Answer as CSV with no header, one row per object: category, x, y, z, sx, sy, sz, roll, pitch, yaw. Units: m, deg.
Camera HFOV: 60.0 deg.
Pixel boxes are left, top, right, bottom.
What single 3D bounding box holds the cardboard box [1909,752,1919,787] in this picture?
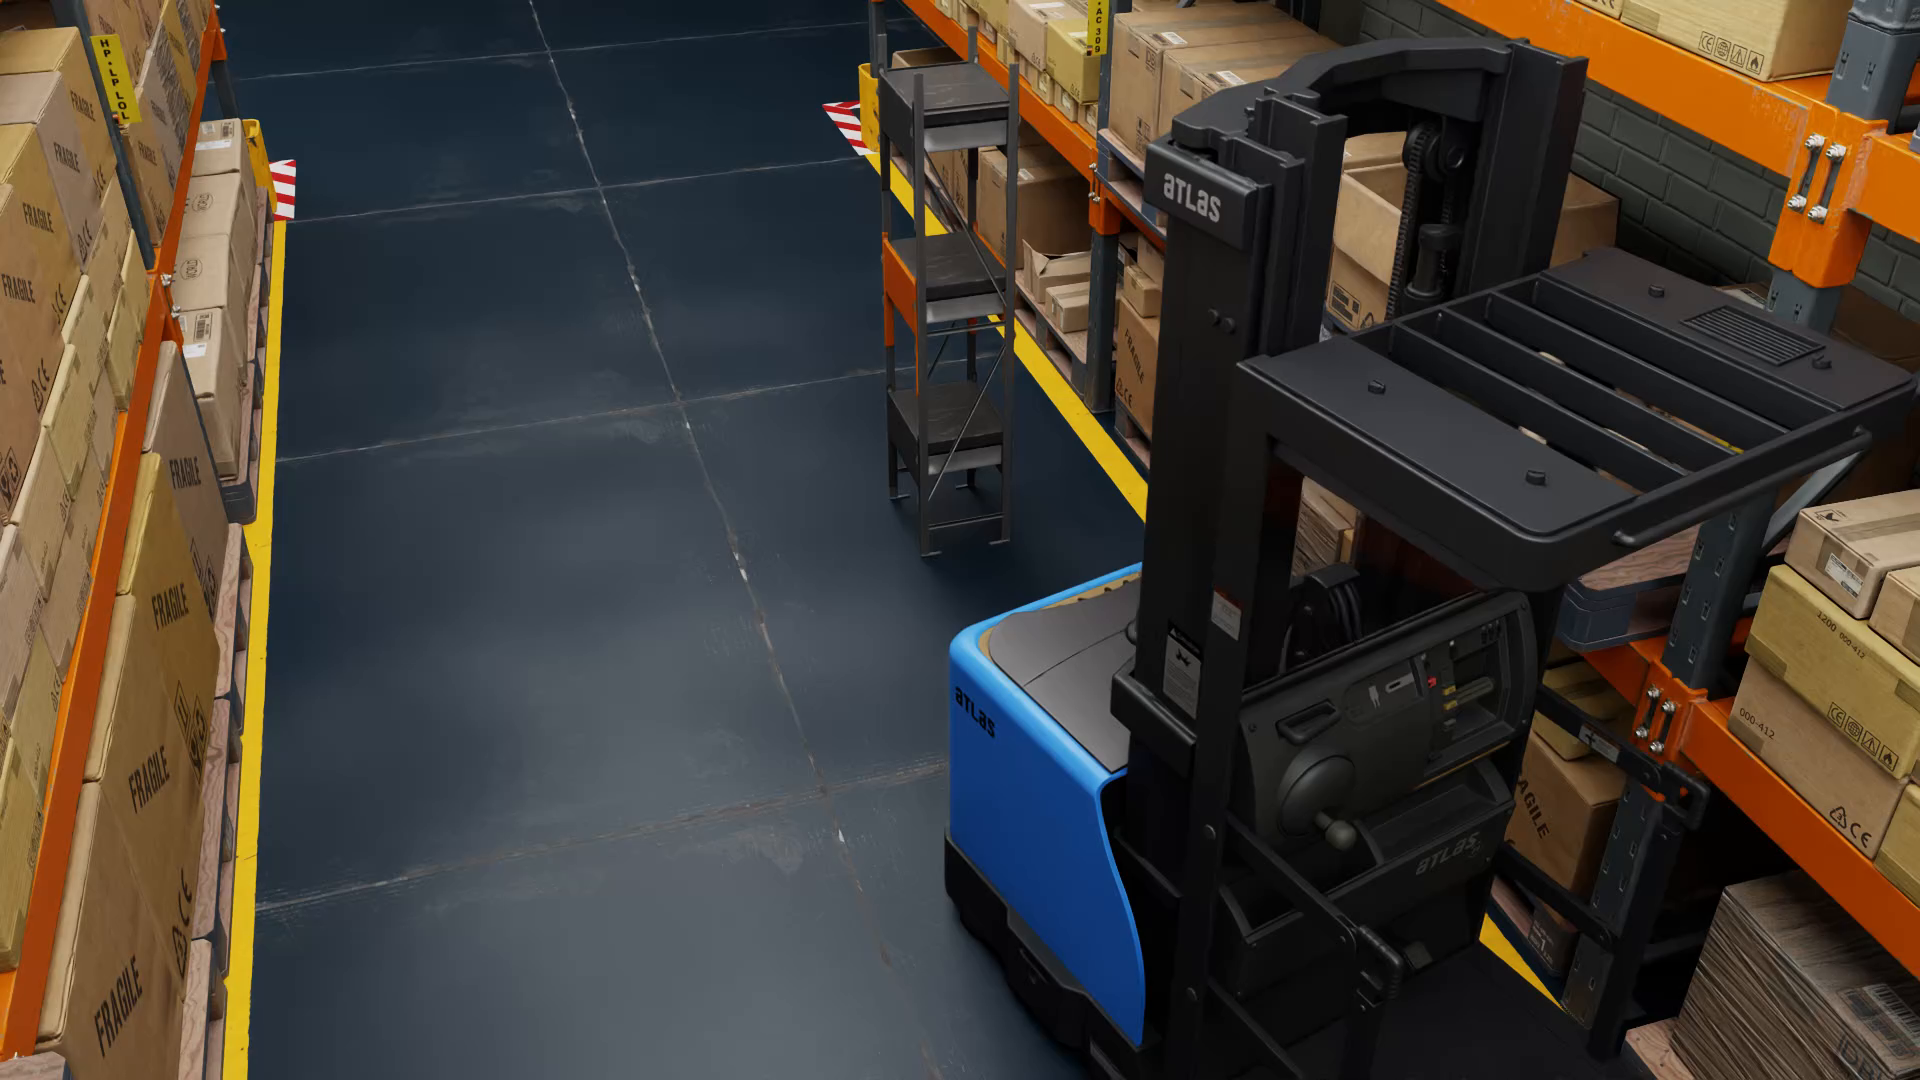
cardboard box,2.385,0.511,3.438,0.500,0.250,0.500,-9,34,-13

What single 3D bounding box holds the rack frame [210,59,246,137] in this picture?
rack frame,-4.836,-3.243,9.438,1.000,3.000,0.127,-10,35,-15

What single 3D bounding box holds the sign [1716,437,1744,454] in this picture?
sign,1.817,-0.234,3.904,0.100,0.325,0.005,-10,35,-15

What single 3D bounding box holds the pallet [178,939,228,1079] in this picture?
pallet,-2.564,1.694,4.496,1.003,0.211,1.213,-10,35,-15

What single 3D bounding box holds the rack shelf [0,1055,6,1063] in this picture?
rack shelf,-1.785,2.307,1.690,1.077,0.370,4.000,-10,35,-15

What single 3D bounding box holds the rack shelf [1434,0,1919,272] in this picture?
rack shelf,1.721,-1.881,5.308,1.077,0.370,4.000,-10,35,-15

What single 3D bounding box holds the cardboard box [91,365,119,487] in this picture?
cardboard box,-2.948,-0.352,5.198,0.500,0.250,0.500,-11,35,-16

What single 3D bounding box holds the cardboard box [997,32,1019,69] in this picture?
cardboard box,0.412,-2.537,8.597,0.380,0.149,0.250,-11,35,-15

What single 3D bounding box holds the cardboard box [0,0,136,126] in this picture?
cardboard box,-3.530,-1.893,6.396,0.500,0.500,0.500,-10,35,-14

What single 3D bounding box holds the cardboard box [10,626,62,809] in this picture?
cardboard box,-2.478,0.454,3.979,0.500,0.250,0.500,-11,35,-16

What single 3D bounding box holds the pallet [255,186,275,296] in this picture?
pallet,-4.517,-1.673,9.591,1.003,0.211,1.213,-10,35,-15

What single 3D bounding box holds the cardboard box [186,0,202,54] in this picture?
cardboard box,-4.298,-2.810,8.691,0.500,0.500,0.500,-11,35,-16

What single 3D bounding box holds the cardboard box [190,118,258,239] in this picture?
cardboard box,-4.539,-2.020,9.529,0.875,0.438,0.875,-11,35,-16

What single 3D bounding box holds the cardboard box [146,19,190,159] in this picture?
cardboard box,-3.804,-2.003,7.469,0.500,0.500,0.500,-10,35,-14

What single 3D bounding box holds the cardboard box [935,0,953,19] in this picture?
cardboard box,0.075,-3.072,9.406,0.380,0.149,0.250,-11,35,-16

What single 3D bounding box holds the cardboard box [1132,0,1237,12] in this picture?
cardboard box,1.057,-2.609,8.344,0.500,0.250,0.500,-10,35,-15

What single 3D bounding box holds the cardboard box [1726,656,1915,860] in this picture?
cardboard box,2.233,0.457,3.974,0.500,0.250,0.500,-10,35,-15

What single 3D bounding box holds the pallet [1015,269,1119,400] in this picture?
pallet,0.902,-1.177,8.840,1.003,0.211,1.213,-10,35,-15

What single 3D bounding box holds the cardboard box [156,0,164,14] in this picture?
cardboard box,-3.975,-2.695,7.610,0.500,0.500,0.500,-10,35,-15

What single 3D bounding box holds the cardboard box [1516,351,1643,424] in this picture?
cardboard box,1.701,-0.492,5.029,0.500,0.250,0.500,-12,35,-17

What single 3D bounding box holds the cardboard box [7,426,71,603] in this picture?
cardboard box,-2.611,-0.032,4.260,0.500,0.250,0.500,-10,35,-15

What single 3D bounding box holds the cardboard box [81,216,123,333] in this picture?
cardboard box,-3.090,-0.838,5.479,0.500,0.250,0.500,-9,35,-14

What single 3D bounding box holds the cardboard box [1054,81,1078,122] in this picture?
cardboard box,0.673,-2.133,7.985,0.380,0.149,0.250,-9,35,-13

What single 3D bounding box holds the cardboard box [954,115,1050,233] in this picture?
cardboard box,0.277,-2.126,9.632,0.500,0.500,0.500,-9,35,-14

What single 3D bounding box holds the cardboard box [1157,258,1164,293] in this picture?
cardboard box,1.092,-1.146,7.291,0.380,0.149,0.250,-12,35,-17

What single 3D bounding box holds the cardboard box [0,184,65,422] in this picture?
cardboard box,-2.767,-0.601,4.441,0.500,0.500,0.500,-9,35,-14

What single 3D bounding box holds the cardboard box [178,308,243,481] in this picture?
cardboard box,-3.705,-0.597,7.376,0.875,0.438,0.875,-11,35,-15

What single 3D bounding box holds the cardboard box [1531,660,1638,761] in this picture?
cardboard box,1.939,0.500,5.070,0.380,0.149,0.250,-12,35,-17

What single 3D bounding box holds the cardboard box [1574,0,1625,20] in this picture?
cardboard box,1.789,-1.561,4.307,0.500,0.250,0.500,-10,35,-15

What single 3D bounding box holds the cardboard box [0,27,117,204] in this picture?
cardboard box,-3.240,-1.410,5.665,0.500,0.500,0.500,-9,34,-13

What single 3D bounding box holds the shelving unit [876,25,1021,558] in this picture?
shelving unit,-0.050,-0.963,6.803,0.431,2.100,0.503,-10,35,-15

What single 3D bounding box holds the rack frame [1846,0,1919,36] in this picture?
rack frame,2.331,-2.383,2.693,1.000,3.000,0.127,-10,35,-15

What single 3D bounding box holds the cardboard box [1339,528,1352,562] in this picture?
cardboard box,1.692,0.263,6.017,0.500,0.500,0.500,-9,34,-13

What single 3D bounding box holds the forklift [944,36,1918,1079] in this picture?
forklift,1.161,0.492,3.847,1.130,2.935,3.031,-19,38,-26

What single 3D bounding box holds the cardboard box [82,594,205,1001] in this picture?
cardboard box,-2.795,0.822,4.831,0.875,0.875,0.875,-10,35,-14

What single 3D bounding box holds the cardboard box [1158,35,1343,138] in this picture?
cardboard box,1.203,-1.633,6.529,0.700,0.500,0.500,-10,35,-14

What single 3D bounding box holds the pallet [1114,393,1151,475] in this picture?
pallet,1.395,-0.396,7.658,1.003,0.211,1.213,-10,35,-15

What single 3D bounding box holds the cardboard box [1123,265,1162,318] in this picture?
cardboard box,0.967,-1.150,7.567,0.380,0.149,0.250,-8,34,-12

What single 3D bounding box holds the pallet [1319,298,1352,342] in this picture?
pallet,1.733,-0.820,5.944,1.003,0.211,1.213,-10,35,-15

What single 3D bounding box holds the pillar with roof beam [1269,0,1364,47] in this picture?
pillar with roof beam,-2.343,-4.276,5.559,9.100,9.000,0.400,-10,35,-15

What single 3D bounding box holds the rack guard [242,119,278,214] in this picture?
rack guard,-4.843,-2.213,10.146,1.175,0.500,0.348,-10,35,-15

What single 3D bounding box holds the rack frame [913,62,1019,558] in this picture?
rack frame,0.024,-0.835,6.609,0.400,2.100,0.015,-10,35,-15

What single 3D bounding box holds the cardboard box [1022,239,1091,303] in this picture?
cardboard box,0.552,-1.445,8.815,0.396,0.266,0.258,-9,34,-13

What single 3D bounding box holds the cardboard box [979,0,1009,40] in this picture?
cardboard box,0.416,-2.792,8.621,0.500,0.250,0.500,-10,35,-15

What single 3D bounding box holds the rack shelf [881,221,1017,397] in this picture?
rack shelf,-0.050,-0.952,6.810,0.431,0.518,0.480,-10,35,-15
